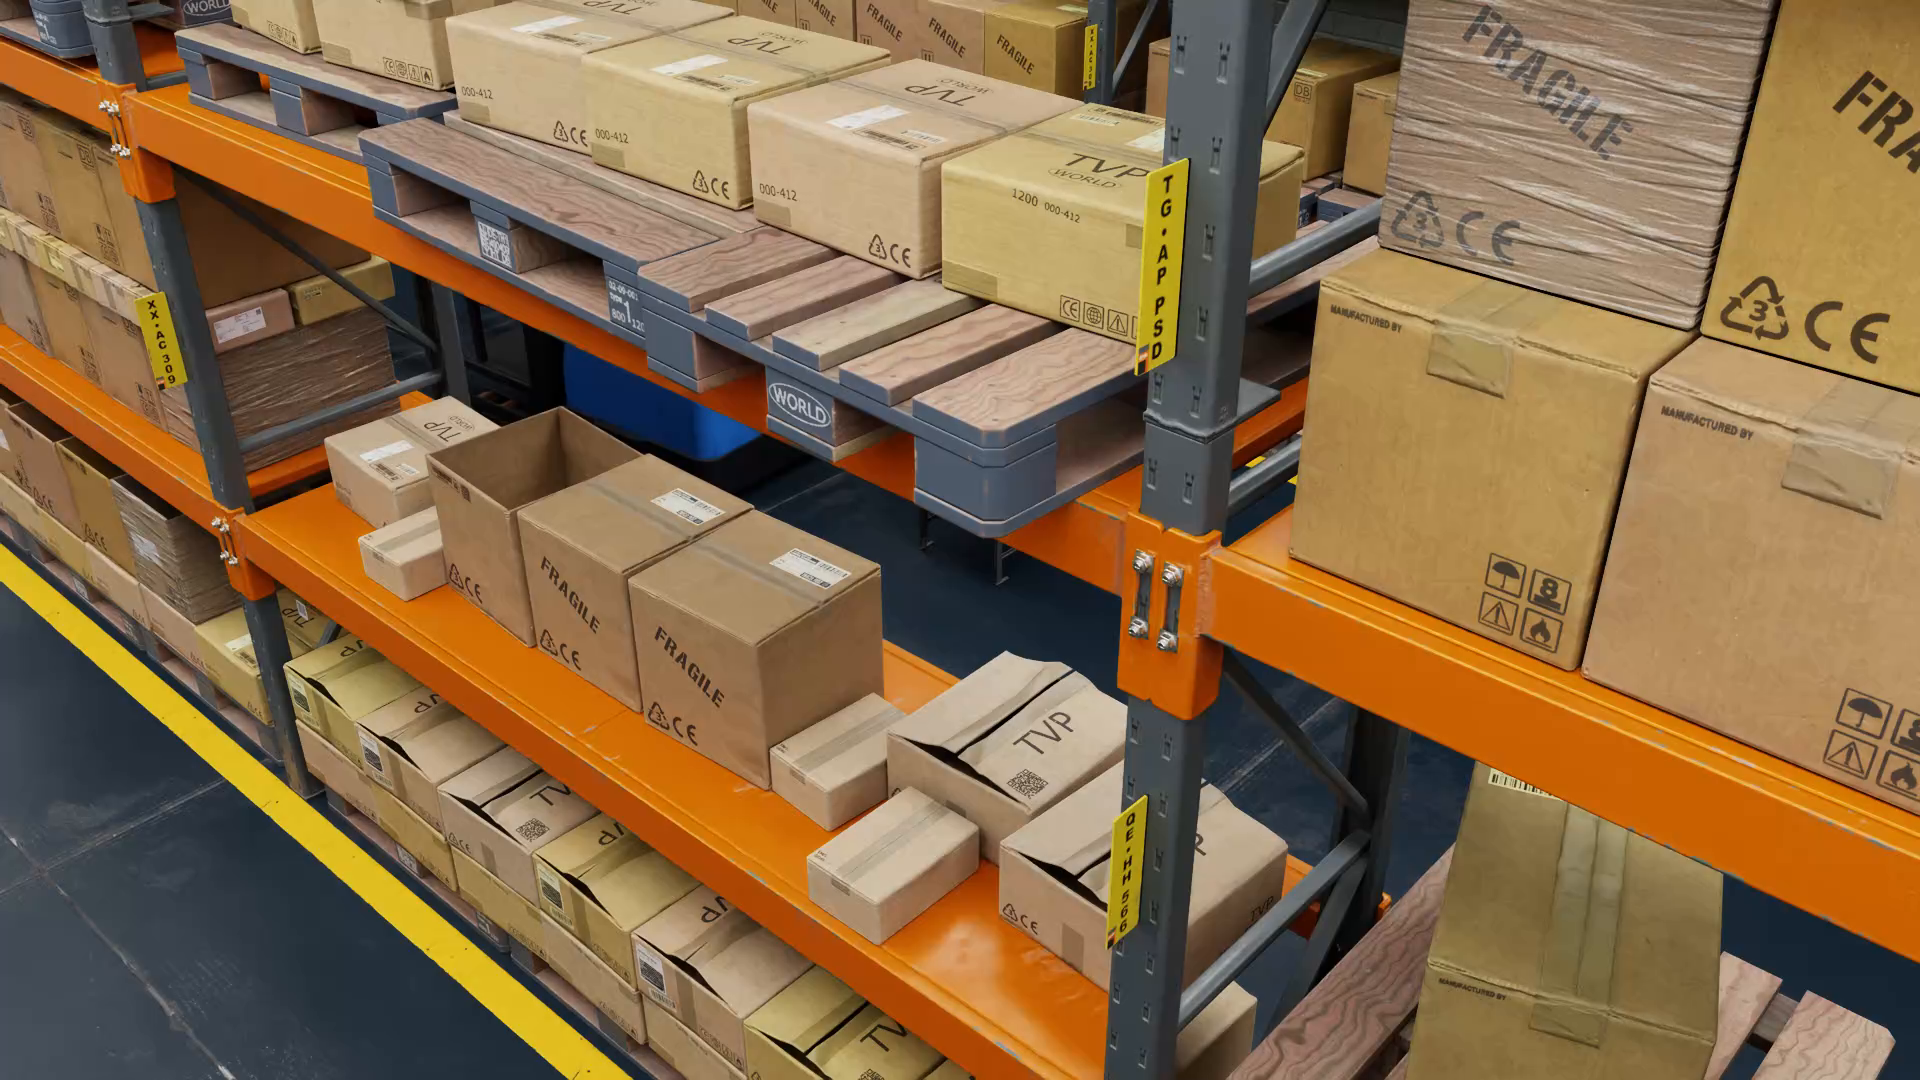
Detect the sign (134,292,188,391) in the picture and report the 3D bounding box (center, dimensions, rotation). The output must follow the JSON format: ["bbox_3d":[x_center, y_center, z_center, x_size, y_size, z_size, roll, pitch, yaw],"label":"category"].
[{"bbox_3d":[-2.651,-0.658,5.519,0.005,0.325,0.100,25,39,35],"label":"sign"}]

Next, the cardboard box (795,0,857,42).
[{"bbox_3d":[-0.642,-3.202,10.059,0.500,0.500,0.500,26,40,36],"label":"cardboard box"}]

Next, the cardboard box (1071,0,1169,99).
[{"bbox_3d":[0.833,-2.870,9.508,0.500,0.500,0.500,24,38,34],"label":"cardboard box"}]

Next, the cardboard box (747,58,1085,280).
[{"bbox_3d":[-0.089,-0.793,3.489,0.500,0.250,0.500,26,40,36],"label":"cardboard box"}]

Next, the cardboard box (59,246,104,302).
[{"bbox_3d":[-3.198,-1.066,6.386,0.250,0.149,0.380,25,39,35],"label":"cardboard box"}]

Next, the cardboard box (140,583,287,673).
[{"bbox_3d":[-3.134,0.278,7.139,0.500,0.250,0.500,25,39,35],"label":"cardboard box"}]

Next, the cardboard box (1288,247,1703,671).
[{"bbox_3d":[1.032,-0.272,2.788,0.500,0.500,0.910,25,39,35],"label":"cardboard box"}]

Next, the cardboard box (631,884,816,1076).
[{"bbox_3d":[-0.630,1.236,5.004,0.500,0.311,0.500,25,39,35],"label":"cardboard box"}]

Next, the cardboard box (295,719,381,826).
[{"bbox_3d":[-2.147,0.766,6.328,0.500,0.250,0.500,24,38,34],"label":"cardboard box"}]

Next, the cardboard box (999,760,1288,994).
[{"bbox_3d":[0.446,0.814,4.077,0.500,0.311,0.500,-27,40,-37],"label":"cardboard box"}]

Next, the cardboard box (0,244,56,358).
[{"bbox_3d":[-3.758,-1.192,7.225,0.500,0.500,0.700,26,40,36],"label":"cardboard box"}]

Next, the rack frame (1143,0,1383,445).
[{"bbox_3d":[0.686,-1.652,2.270,0.127,3.000,1.000,25,39,35],"label":"rack frame"}]

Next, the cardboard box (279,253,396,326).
[{"bbox_3d":[-2.349,-0.954,6.201,0.250,0.149,0.380,25,39,35],"label":"cardboard box"}]

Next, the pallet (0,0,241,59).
[{"bbox_3d":[-2.929,-1.999,5.840,1.213,0.211,1.003,25,39,35],"label":"pallet"}]

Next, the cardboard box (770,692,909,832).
[{"bbox_3d":[-0.297,0.606,4.579,0.380,0.149,0.250,-26,40,-36],"label":"cardboard box"}]

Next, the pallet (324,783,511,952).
[{"bbox_3d":[-1.707,0.968,6.437,1.213,0.211,1.003,25,39,35],"label":"pallet"}]

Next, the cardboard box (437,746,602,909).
[{"bbox_3d":[-1.388,0.884,5.589,0.500,0.311,0.500,24,38,34],"label":"cardboard box"}]

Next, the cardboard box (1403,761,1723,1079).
[{"bbox_3d":[1.229,0.870,3.392,0.500,0.500,0.700,12,33,19],"label":"cardboard box"}]

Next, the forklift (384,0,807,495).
[{"bbox_3d":[-2.128,-2.055,8.822,3.031,2.935,1.130,22,37,32],"label":"forklift"}]

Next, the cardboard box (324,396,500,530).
[{"bbox_3d":[-1.885,-0.248,5.900,0.500,0.250,0.500,-27,40,-37],"label":"cardboard box"}]

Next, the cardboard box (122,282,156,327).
[{"bbox_3d":[-2.807,-0.886,6.087,0.250,0.149,0.380,24,39,34],"label":"cardboard box"}]

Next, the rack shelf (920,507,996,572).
[{"bbox_3d":[0.123,-0.231,7.981,0.480,0.518,0.431,25,39,35],"label":"rack shelf"}]

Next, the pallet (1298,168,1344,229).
[{"bbox_3d":[1.511,-1.960,8.783,1.213,0.211,1.003,25,39,35],"label":"pallet"}]

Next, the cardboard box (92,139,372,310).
[{"bbox_3d":[-2.613,-1.216,6.007,0.500,0.500,0.700,25,39,35],"label":"cardboard box"}]

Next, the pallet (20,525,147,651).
[{"bbox_3d":[-3.750,0.015,8.021,1.213,0.211,1.003,25,39,35],"label":"pallet"}]

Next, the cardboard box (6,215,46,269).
[{"bbox_3d":[-3.565,-1.239,6.675,0.250,0.149,0.380,26,40,36],"label":"cardboard box"}]

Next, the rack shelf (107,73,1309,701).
[{"bbox_3d":[-0.797,-0.751,4.379,4.000,0.370,1.077,25,39,35],"label":"rack shelf"}]

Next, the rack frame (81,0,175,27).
[{"bbox_3d":[-2.280,-3.037,4.569,0.127,3.000,1.000,25,39,35],"label":"rack frame"}]

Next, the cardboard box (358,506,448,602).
[{"bbox_3d":[-1.760,0.026,5.542,0.250,0.149,0.380,25,39,35],"label":"cardboard box"}]

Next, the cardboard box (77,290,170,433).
[{"bbox_3d":[-3.008,-0.840,6.641,0.500,0.500,0.700,25,39,35],"label":"cardboard box"}]

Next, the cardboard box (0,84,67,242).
[{"bbox_3d":[-3.359,-1.564,6.585,0.500,0.500,0.700,25,39,35],"label":"cardboard box"}]

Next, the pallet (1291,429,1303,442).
[{"bbox_3d":[2.529,-0.476,8.836,1.213,0.211,1.003,25,39,35],"label":"pallet"}]

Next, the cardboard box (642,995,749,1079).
[{"bbox_3d":[-0.623,1.475,5.150,0.500,0.250,0.500,26,40,36],"label":"cardboard box"}]

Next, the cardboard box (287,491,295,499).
[{"bbox_3d":[-2.789,-0.240,7.272,0.500,0.500,0.500,25,39,35],"label":"cardboard box"}]

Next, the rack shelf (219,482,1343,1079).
[{"bbox_3d":[-0.797,0.534,5.152,4.000,0.370,1.077,25,39,35],"label":"rack shelf"}]

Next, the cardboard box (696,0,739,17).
[{"bbox_3d":[-1.412,-3.557,10.649,0.500,0.500,0.500,25,39,35],"label":"cardboard box"}]

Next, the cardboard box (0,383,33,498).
[{"bbox_3d":[-4.246,-0.563,7.808,0.500,0.500,0.500,25,39,35],"label":"cardboard box"}]

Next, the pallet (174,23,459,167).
[{"bbox_3d":[-1.617,-1.369,4.893,1.217,0.209,0.805,23,38,33],"label":"pallet"}]

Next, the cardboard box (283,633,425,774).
[{"bbox_3d":[-2.140,0.530,6.177,0.500,0.311,0.500,25,39,35],"label":"cardboard box"}]

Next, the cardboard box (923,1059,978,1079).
[{"bbox_3d":[0.132,1.589,4.418,0.500,0.311,0.500,26,40,36],"label":"cardboard box"}]

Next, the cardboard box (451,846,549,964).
[{"bbox_3d":[-1.383,1.122,5.737,0.500,0.250,0.500,24,38,34],"label":"cardboard box"}]

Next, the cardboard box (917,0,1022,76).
[{"bbox_3d":[0.110,-2.843,9.464,0.500,0.500,0.500,25,39,35],"label":"cardboard box"}]

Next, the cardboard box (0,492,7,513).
[{"bbox_3d":[-4.624,-0.410,8.282,0.500,0.250,0.500,25,39,35],"label":"cardboard box"}]

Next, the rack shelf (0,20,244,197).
[{"bbox_3d":[-3.763,-2.135,6.678,4.000,0.370,1.077,25,39,35],"label":"rack shelf"}]

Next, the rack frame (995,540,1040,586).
[{"bbox_3d":[0.304,-0.758,7.473,0.015,2.100,0.400,25,39,35],"label":"rack frame"}]

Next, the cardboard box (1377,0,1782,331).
[{"bbox_3d":[1.005,-0.685,2.505,0.500,0.500,0.500,25,39,35],"label":"cardboard box"}]

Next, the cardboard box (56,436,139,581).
[{"bbox_3d":[-3.506,-0.216,7.232,0.500,0.500,0.500,25,39,35],"label":"cardboard box"}]

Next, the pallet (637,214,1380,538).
[{"bbox_3d":[0.123,-0.487,3.425,1.003,0.211,1.213,27,40,37],"label":"pallet"}]

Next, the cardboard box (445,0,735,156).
[{"bbox_3d":[-0.903,-1.182,4.135,0.500,0.250,0.500,21,37,31],"label":"cardboard box"}]

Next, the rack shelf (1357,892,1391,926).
[{"bbox_3d":[2.169,1.918,2.853,4.000,0.370,1.077,25,39,35],"label":"rack shelf"}]

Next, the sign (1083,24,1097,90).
[{"bbox_3d":[0.683,-2.523,8.693,0.005,0.325,0.100,25,39,35],"label":"sign"}]

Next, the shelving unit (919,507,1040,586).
[{"bbox_3d":[0.123,-0.842,7.613,0.503,2.100,0.431,25,39,35],"label":"shelving unit"}]

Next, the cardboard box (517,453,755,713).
[{"bbox_3d":[-0.959,0.118,5.048,0.500,0.500,0.500,25,39,35],"label":"cardboard box"}]

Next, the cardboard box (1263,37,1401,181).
[{"bbox_3d":[1.806,-2.208,8.486,0.700,0.500,0.500,-25,39,-35],"label":"cardboard box"}]

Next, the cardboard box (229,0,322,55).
[{"bbox_3d":[-1.829,-1.650,4.913,0.500,0.250,0.500,-25,39,-35],"label":"cardboard box"}]

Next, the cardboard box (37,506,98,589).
[{"bbox_3d":[-3.886,-0.062,7.704,0.500,0.250,0.500,25,39,35],"label":"cardboard box"}]
